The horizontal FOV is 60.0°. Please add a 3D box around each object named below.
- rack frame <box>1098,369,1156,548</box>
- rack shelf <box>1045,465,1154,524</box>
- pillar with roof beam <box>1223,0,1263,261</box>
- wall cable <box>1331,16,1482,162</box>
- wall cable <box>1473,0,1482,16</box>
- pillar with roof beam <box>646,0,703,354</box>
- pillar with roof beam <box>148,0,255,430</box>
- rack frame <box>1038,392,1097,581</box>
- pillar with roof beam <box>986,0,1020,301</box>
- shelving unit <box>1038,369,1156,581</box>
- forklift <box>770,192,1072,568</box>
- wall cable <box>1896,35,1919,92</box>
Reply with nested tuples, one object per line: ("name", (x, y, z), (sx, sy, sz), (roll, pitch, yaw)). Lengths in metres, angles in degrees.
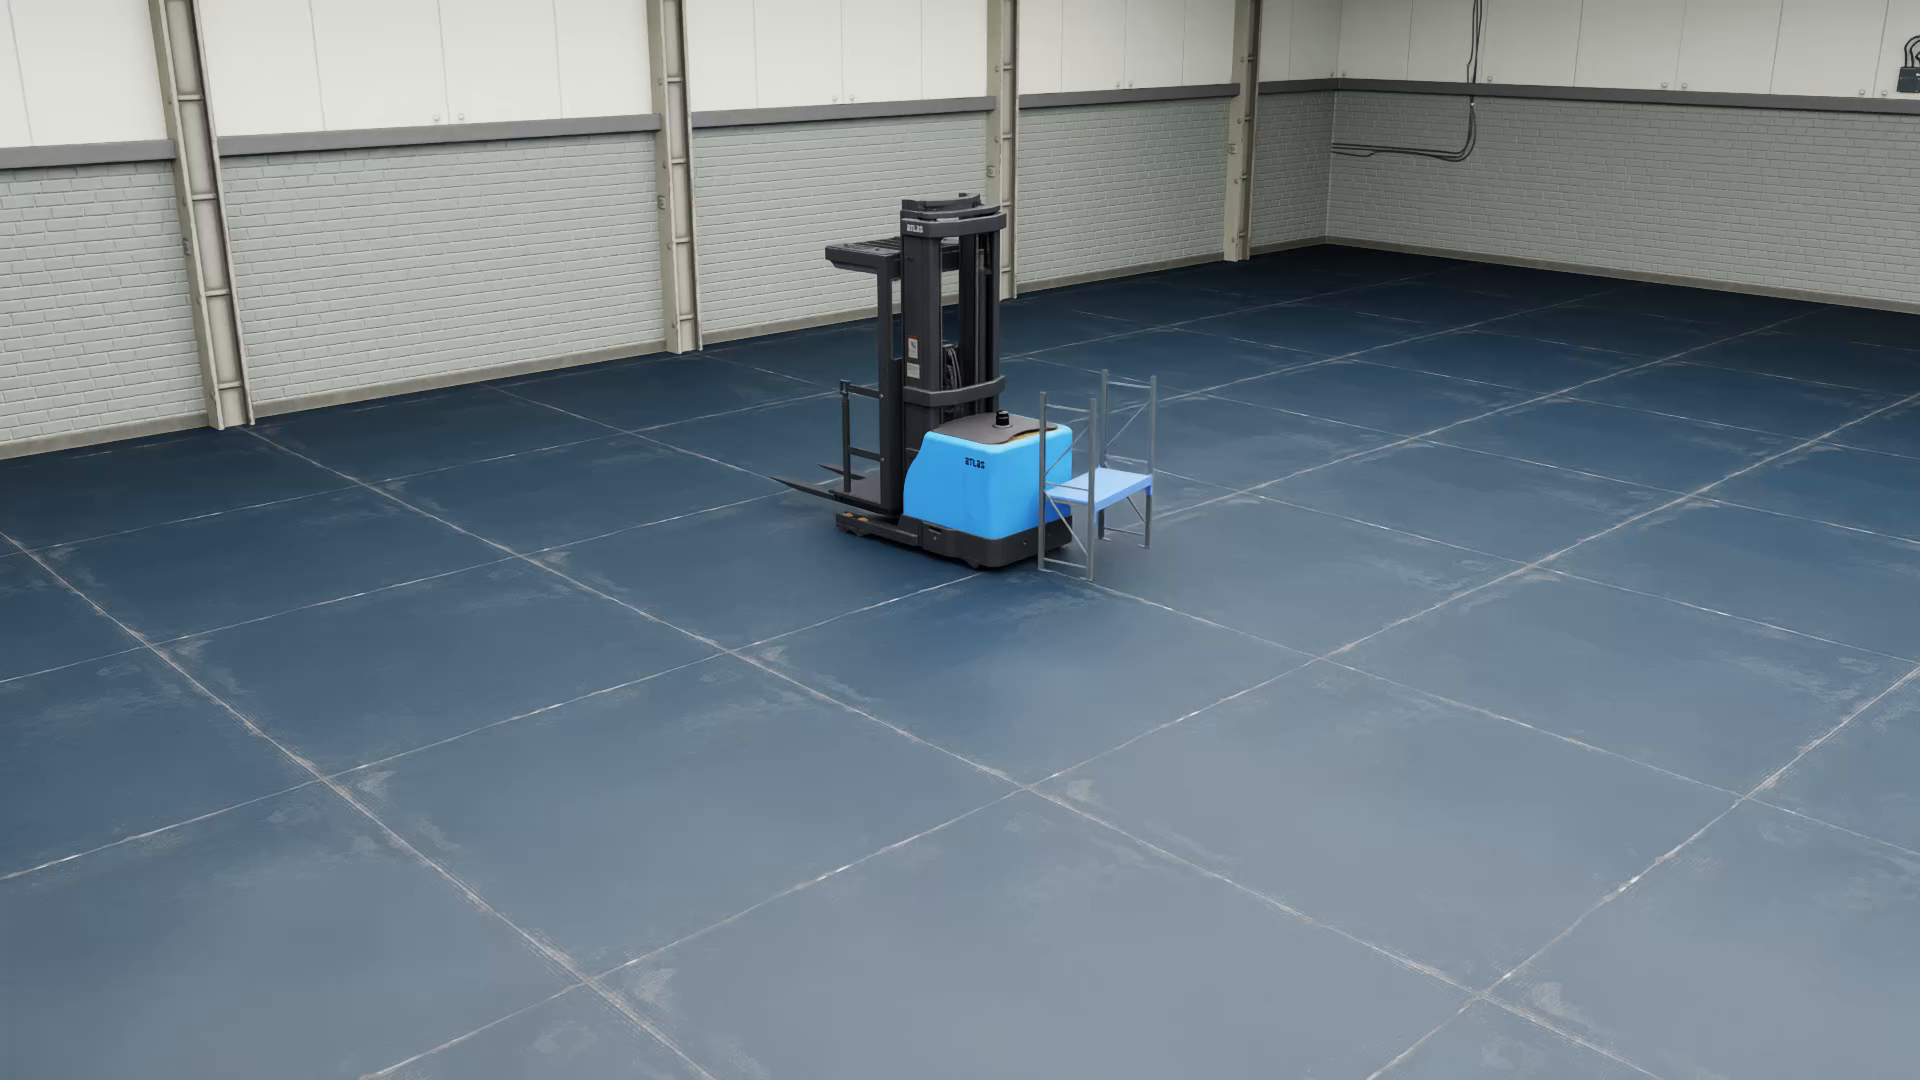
("rack frame", (1.419, -0.687, 14.167), (0.500, 1.500, 0.032), (11, 21, 32))
("rack shelf", (1.138, -0.385, 13.819), (0.538, 0.185, 1.000), (11, 21, 32))
("pillar with roof beam", (7.968, -8.410, 25.832), (0.400, 9.000, 9.100), (-16, 24, -41))
("wall cable", (8.059, -8.225, 30.298), (0.112, 2.526, 3.097), (-16, 24, -41))
("wall cable", (9.918, -10.022, 27.649), (0.112, 2.526, 3.097), (-16, 24, -41))
("pillar with roof beam", (-0.752, -5.867, 17.990), (0.400, 9.000, 9.100), (-16, 24, -41))
("pillar with roof beam", (-5.111, -4.596, 14.068), (0.400, 9.000, 9.100), (-16, 24, -41))
("rack frame", (0.856, -0.425, 13.361), (0.500, 1.500, 0.032), (11, 21, 32))
("pillar with roof beam", (3.608, -7.138, 21.911), (0.400, 9.000, 9.100), (-16, 24, -41))
("shelving unit", (1.138, -0.556, 13.764), (0.538, 1.500, 1.048), (11, 21, 32))
("forklift", (-0.456, -1.528, 14.446), (3.031, 2.935, 1.130), (16, 24, 41))
("wall cable", (14.570, -9.189, 22.723), (0.169, 6.003, 2.305), (-16, 24, -41))
